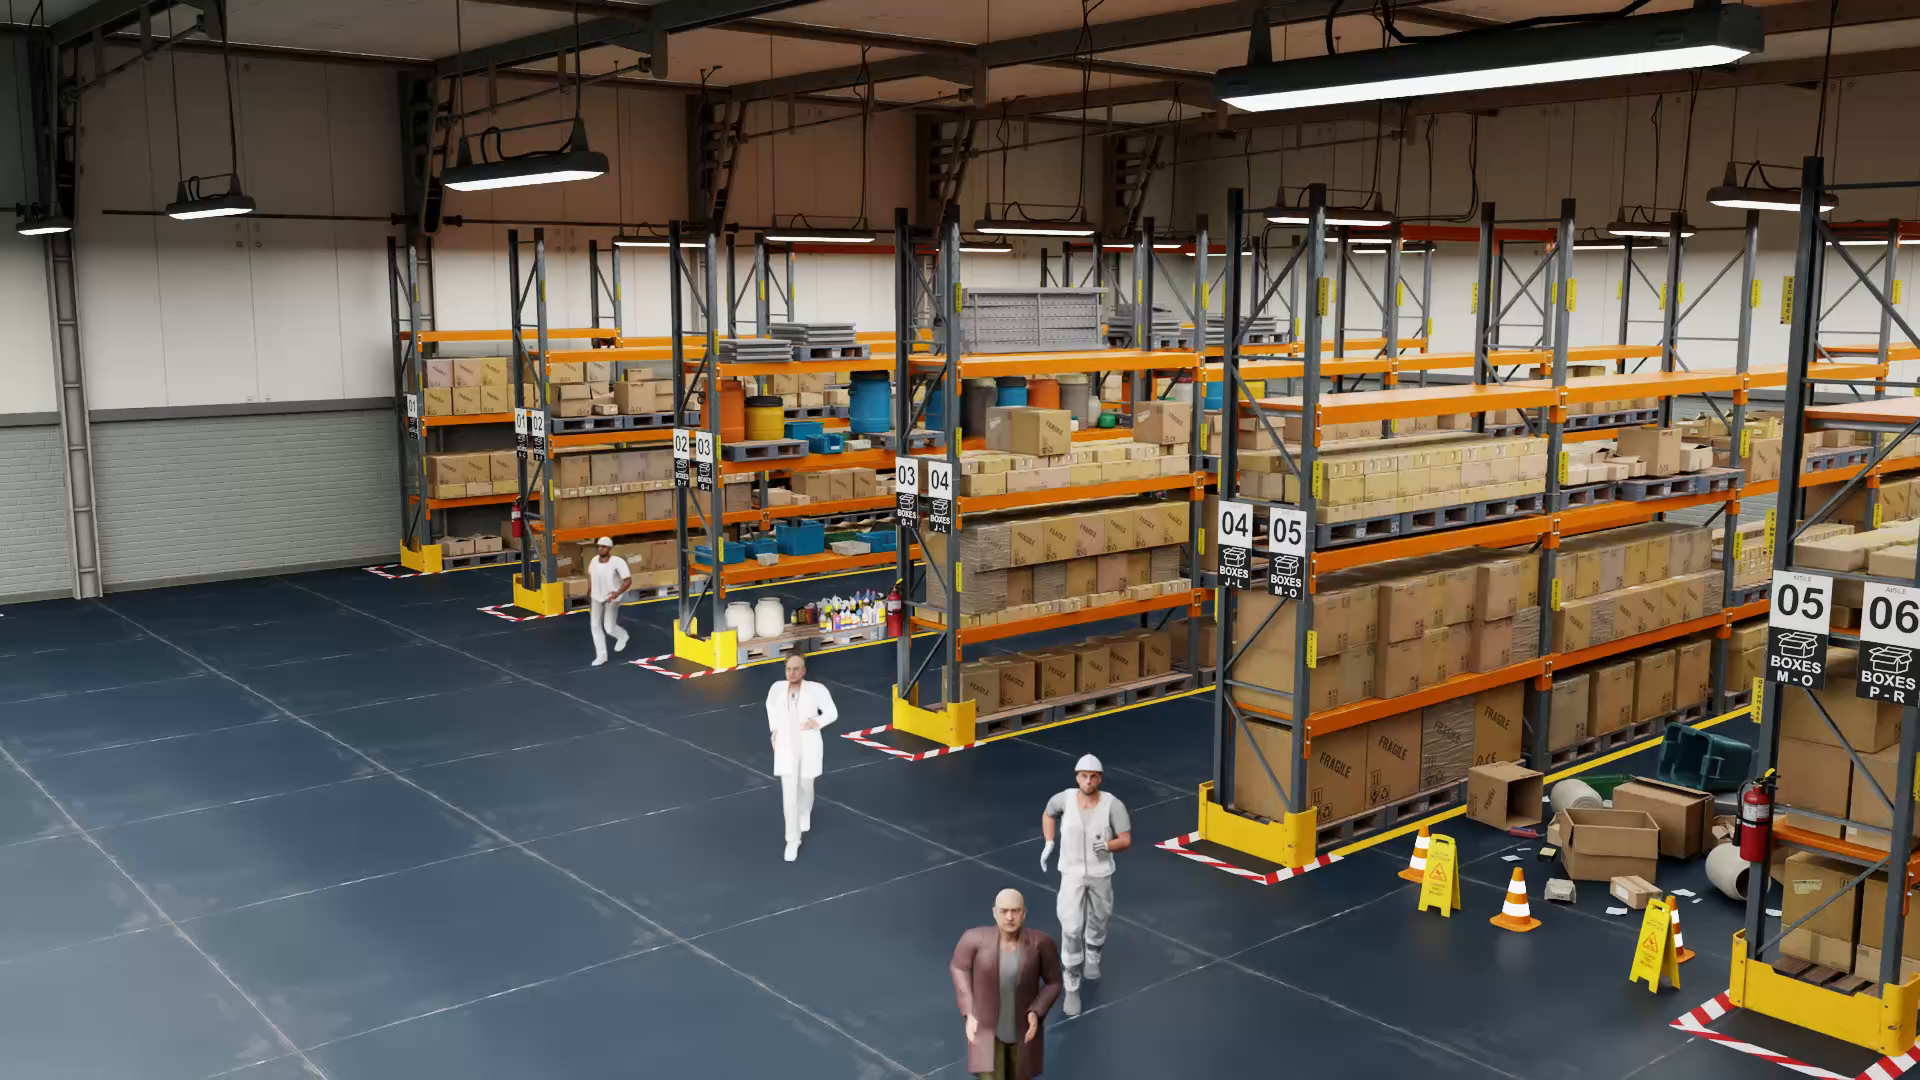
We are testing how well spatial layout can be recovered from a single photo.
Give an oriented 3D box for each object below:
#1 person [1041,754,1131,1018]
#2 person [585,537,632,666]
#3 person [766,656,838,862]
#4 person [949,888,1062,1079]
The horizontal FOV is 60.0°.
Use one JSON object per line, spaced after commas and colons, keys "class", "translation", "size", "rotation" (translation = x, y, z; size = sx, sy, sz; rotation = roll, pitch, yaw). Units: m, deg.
{"class": "person", "translation": [0.906, 2.449, 12.024], "size": [0.646, 1.845, 0.793], "rotation": [0, 9, 2]}
{"class": "person", "translation": [-4.839, 0.808, 22.841], "size": [0.718, 1.735, 0.755], "rotation": [3, 9, 17]}
{"class": "person", "translation": [-1.465, 1.945, 15.331], "size": [0.686, 1.804, 0.987], "rotation": [0, 9, 1]}
{"class": "person", "translation": [0.275, 2.856, 9.635], "size": [0.650, 1.717, 0.627], "rotation": [-1, 9, -3]}
